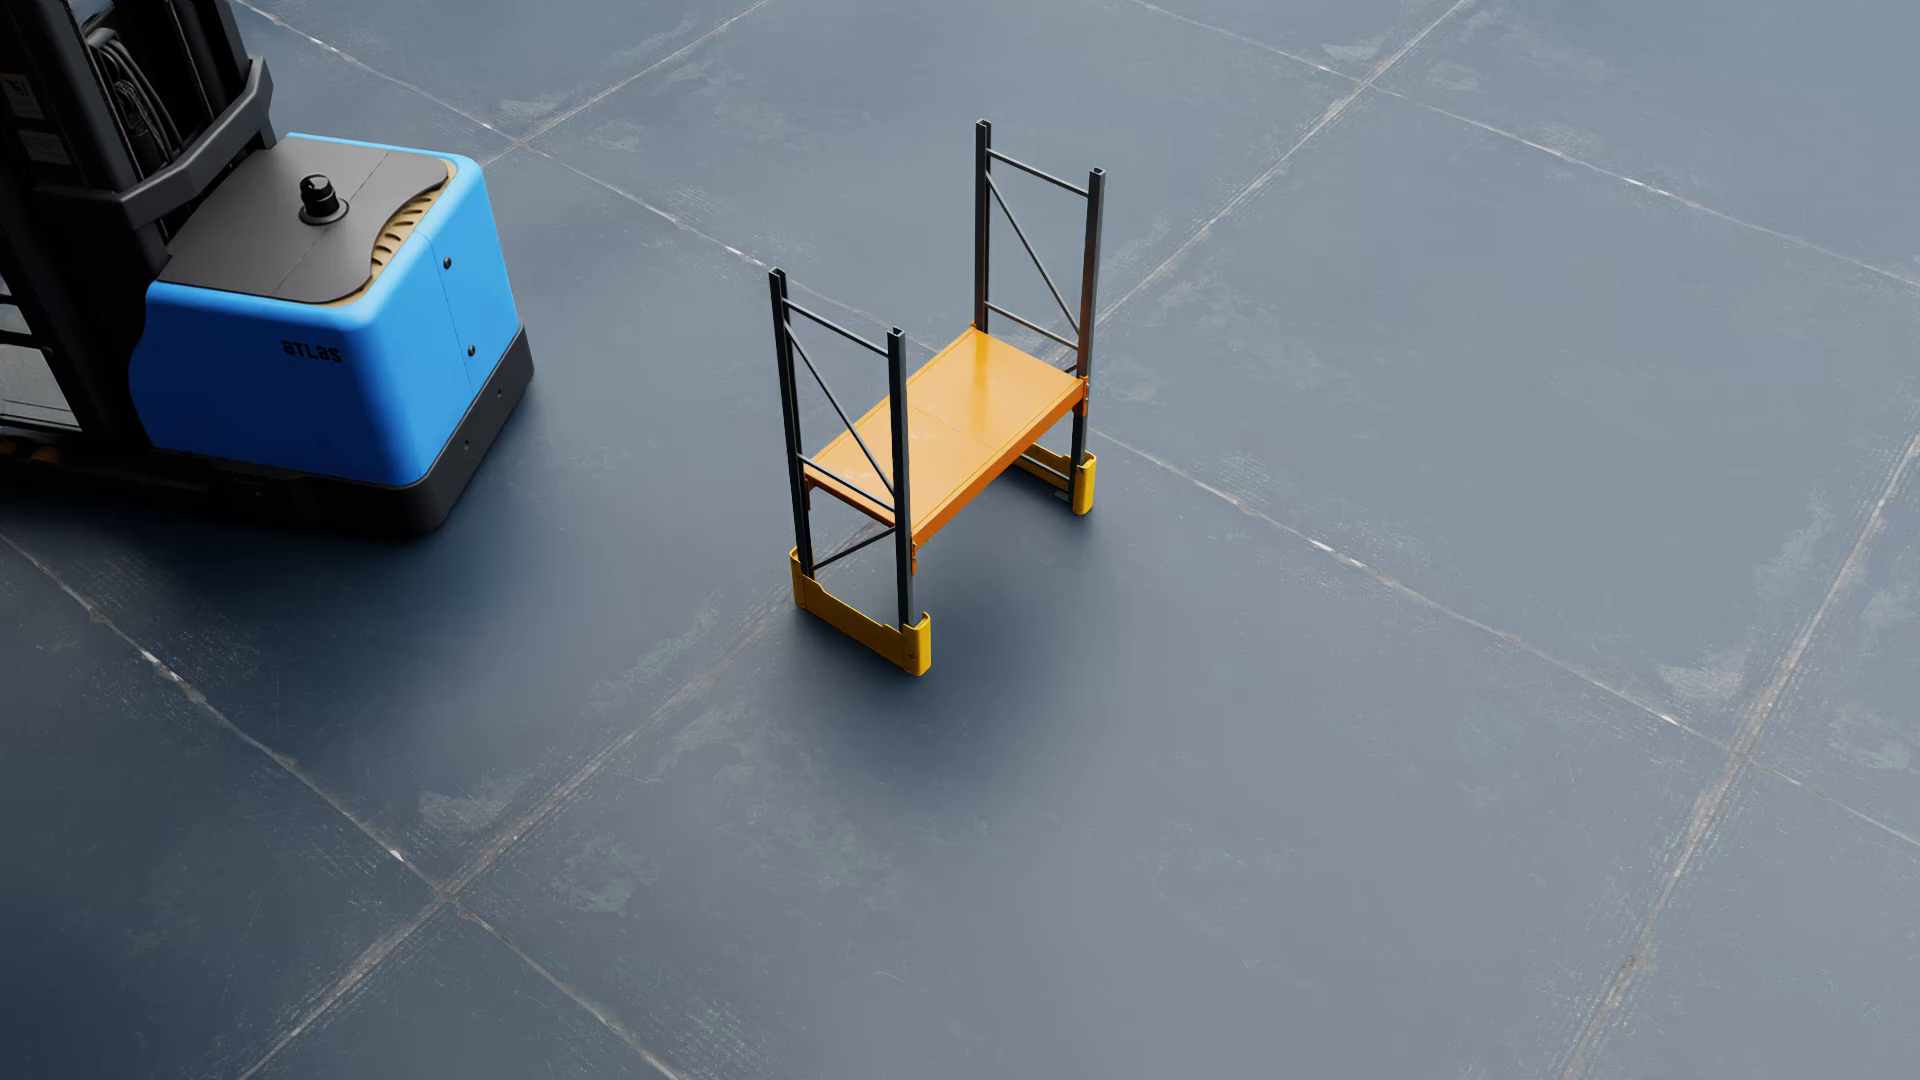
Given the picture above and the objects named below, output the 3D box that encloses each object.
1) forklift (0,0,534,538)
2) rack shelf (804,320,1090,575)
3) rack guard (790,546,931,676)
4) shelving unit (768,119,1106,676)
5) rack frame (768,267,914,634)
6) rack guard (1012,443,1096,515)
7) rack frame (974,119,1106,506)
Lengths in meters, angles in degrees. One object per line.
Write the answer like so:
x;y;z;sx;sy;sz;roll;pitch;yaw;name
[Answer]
-3.315;-1.577;5.729;3.031;2.935;1.130;9;47;9;forklift
-0.052;-0.345;5.791;0.538;0.185;1.000;29;53;25;rack shelf
-0.351;0.242;5.846;0.587;0.250;0.087;29;53;25;rack guard
-0.047;-0.474;5.666;0.587;1.500;1.083;29;53;25;shelving unit
-0.363;-0.178;5.383;0.500;1.500;0.032;29;53;25;rack frame
0.258;-0.328;6.390;0.587;0.250;0.087;29;53;25;rack guard
0.259;-0.760;5.939;0.500;1.500;0.032;29;53;25;rack frame
